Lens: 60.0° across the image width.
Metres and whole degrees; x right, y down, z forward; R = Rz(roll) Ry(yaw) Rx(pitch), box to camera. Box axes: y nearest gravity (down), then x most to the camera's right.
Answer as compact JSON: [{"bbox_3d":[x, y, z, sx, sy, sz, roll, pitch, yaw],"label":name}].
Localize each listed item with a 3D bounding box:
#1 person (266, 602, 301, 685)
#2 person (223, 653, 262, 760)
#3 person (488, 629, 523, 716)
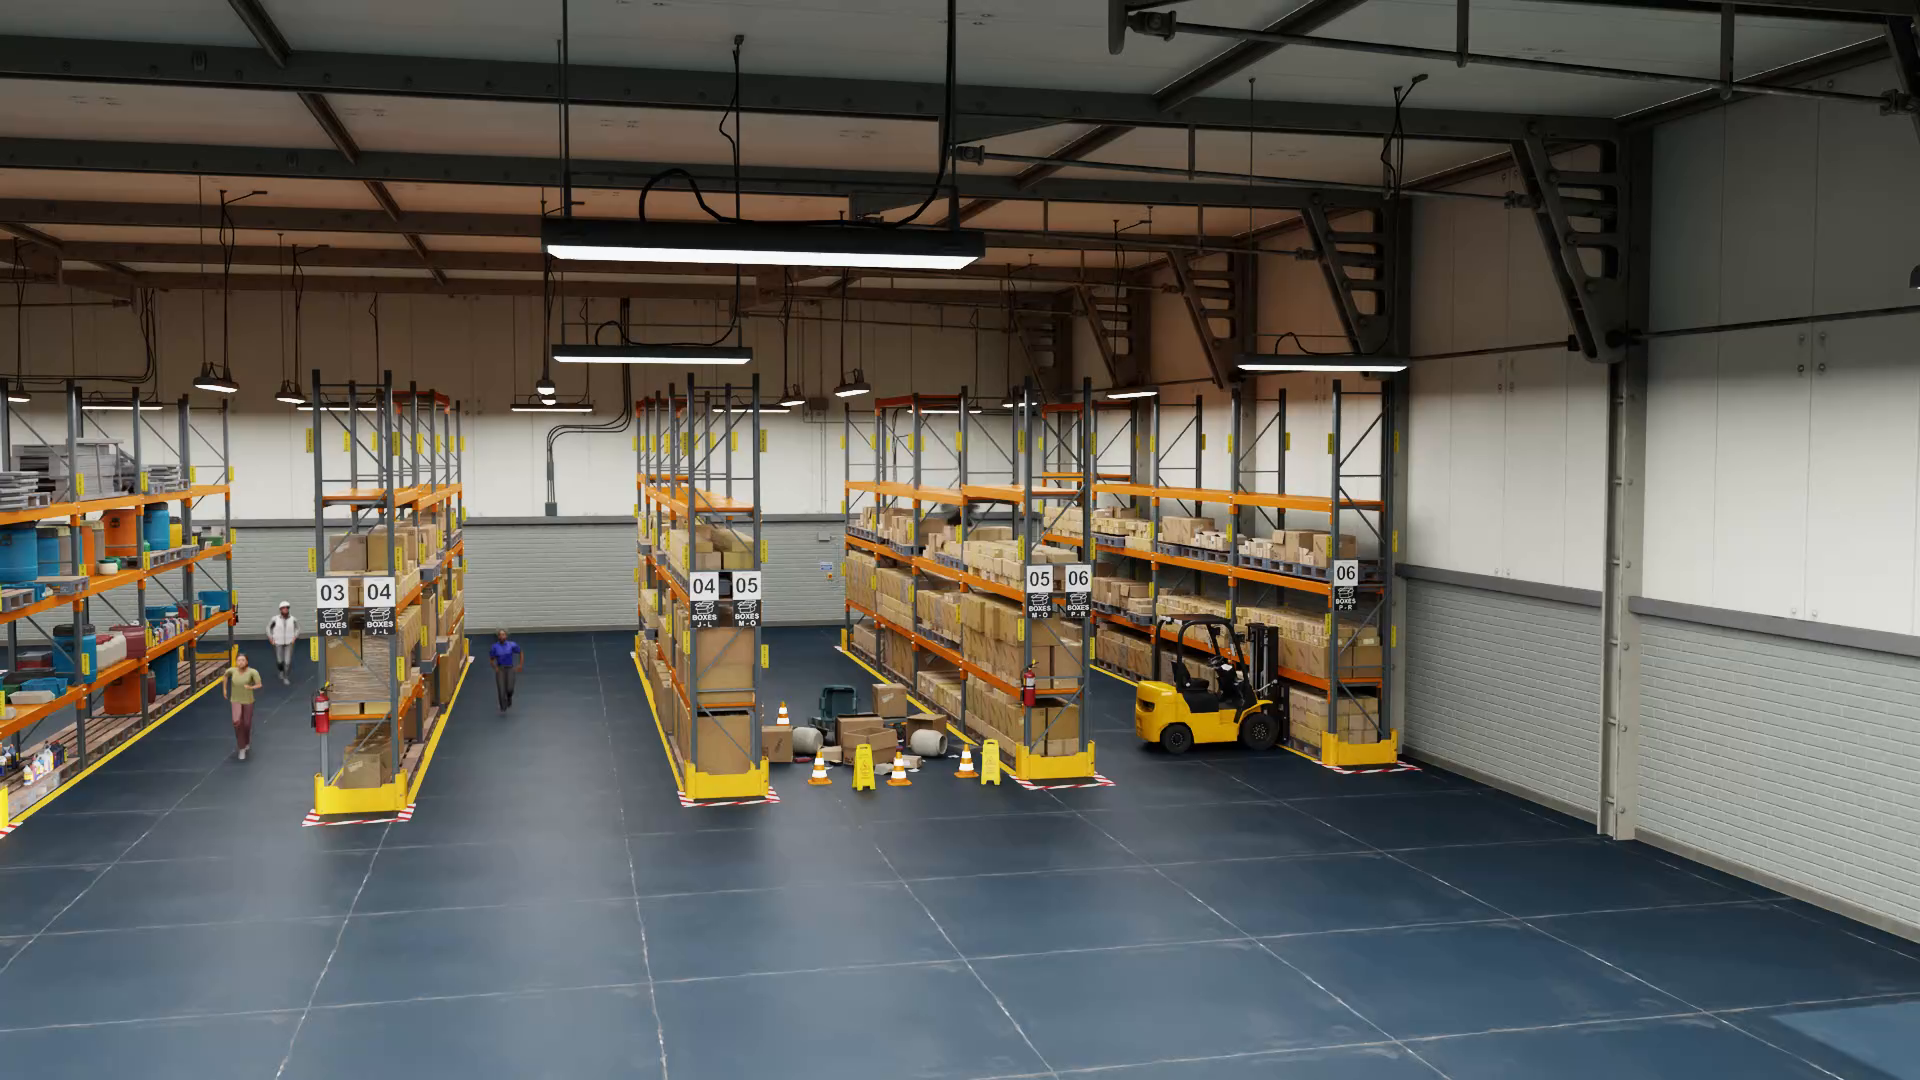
[{"bbox_3d":[-14.035,2.149,34.535,0.668,1.736,0.523,-2,4,-27],"label":"person"},{"bbox_3d":[-11.487,2.637,26.644,0.599,1.695,0.819,-1,3,-18],"label":"person"},{"bbox_3d":[-8.350,2.442,30.551,0.607,1.616,0.597,-1,3,-11],"label":"person"}]
